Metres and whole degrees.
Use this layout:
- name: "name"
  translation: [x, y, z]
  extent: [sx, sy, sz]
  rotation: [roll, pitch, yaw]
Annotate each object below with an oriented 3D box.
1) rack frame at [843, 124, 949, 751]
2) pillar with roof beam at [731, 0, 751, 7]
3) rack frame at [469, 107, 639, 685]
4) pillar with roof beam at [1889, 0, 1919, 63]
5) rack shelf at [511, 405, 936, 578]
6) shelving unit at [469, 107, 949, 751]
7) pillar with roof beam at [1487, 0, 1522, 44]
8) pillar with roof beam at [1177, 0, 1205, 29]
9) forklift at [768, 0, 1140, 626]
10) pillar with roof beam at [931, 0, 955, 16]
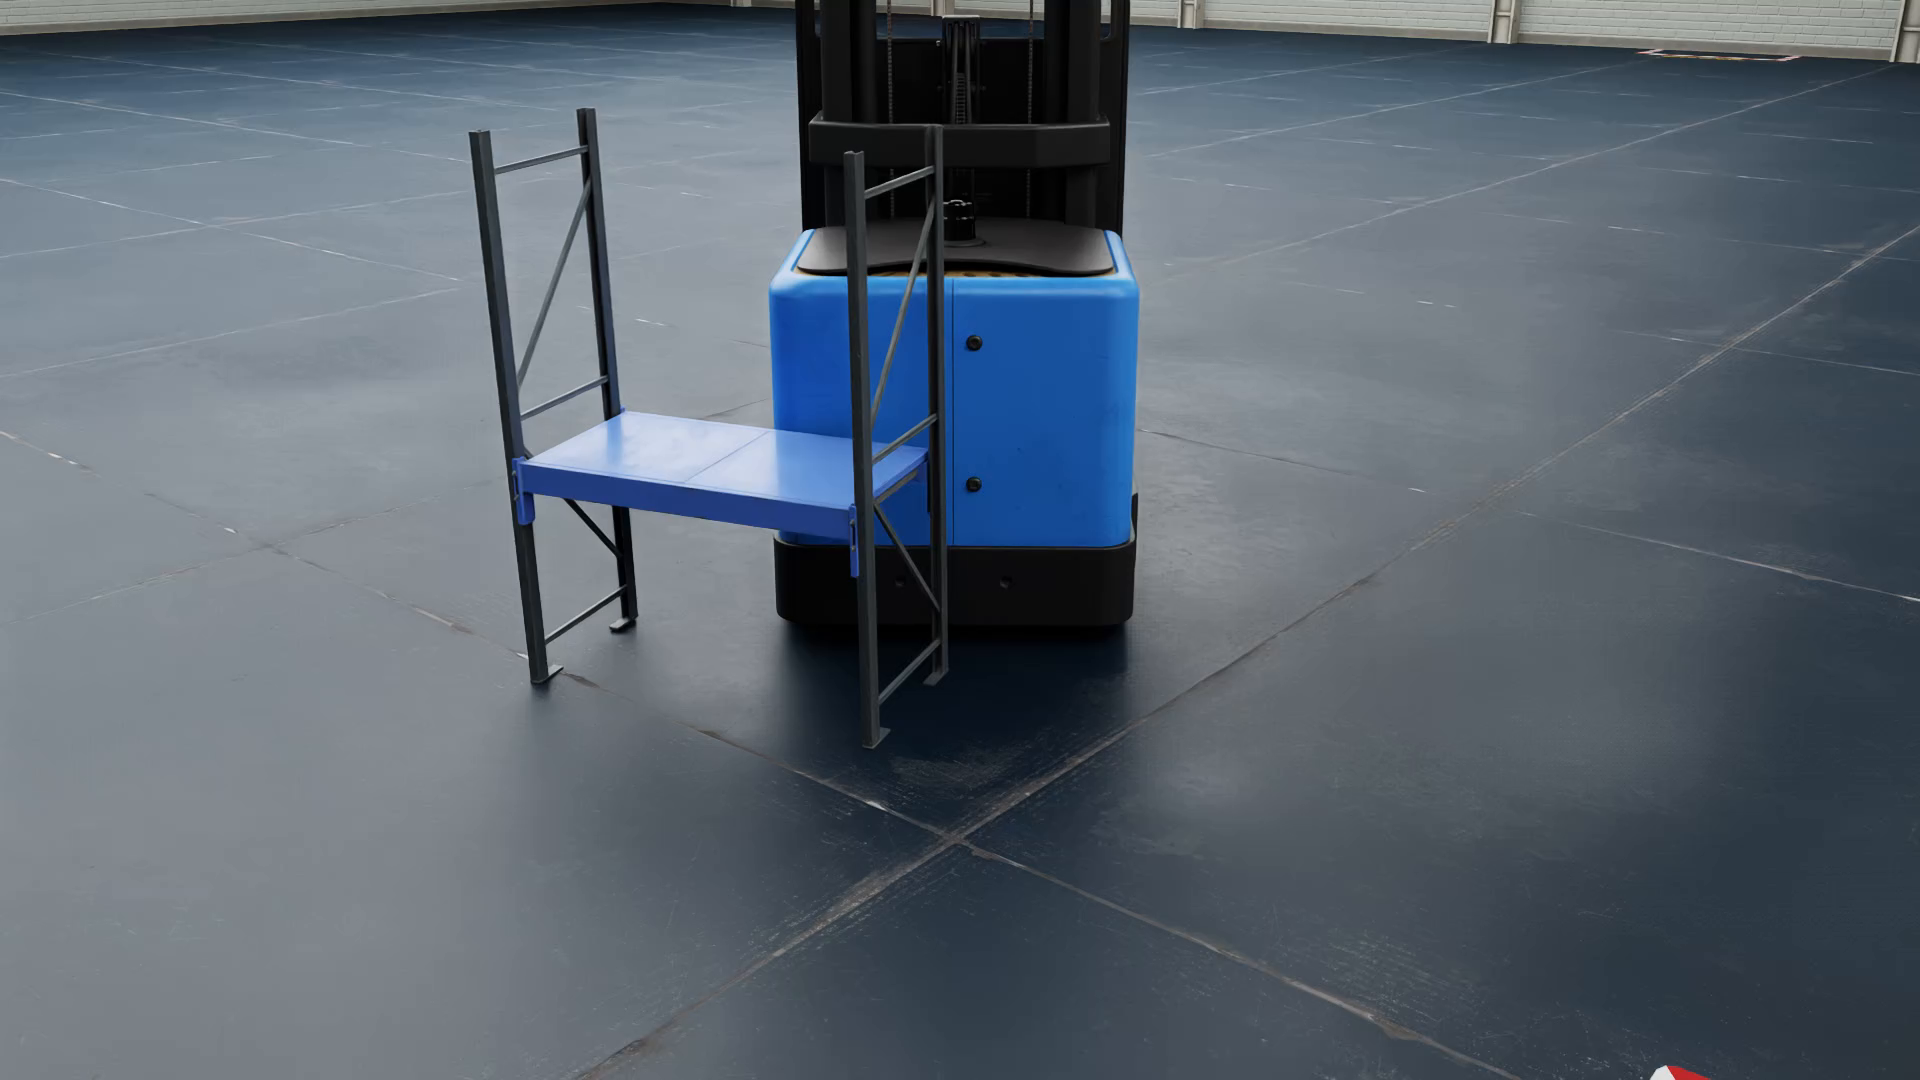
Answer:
- name: "rack frame"
  translation: [-0.146, -0.247, 4.184]
  extent: [0.032, 1.500, 0.500]
  rotation: [8, 23, 21]
- name: "pillar with roof beam"
  translation: [-7.723, -15.251, 33.357]
  extent: [0.400, 9.000, 9.100]
  rotation: [16, 26, 36]
- name: "rack frame"
  translation: [-1.087, -0.383, 4.546]
  extent: [0.032, 1.500, 0.500]
  rotation: [8, 23, 21]
- name: "pillar with roof beam"
  translation: [10.871, -9.896, 19.158]
  extent: [0.400, 9.000, 9.100]
  rotation: [16, 26, 36]
- name: "rack shelf"
  translation: [-0.615, -0.148, 4.431]
  extent: [1.000, 0.185, 0.538]
  rotation: [8, 23, 21]
- name: "shelving unit"
  translation: [-0.616, -0.315, 4.365]
  extent: [1.048, 1.500, 0.538]
  rotation: [8, 23, 21]
- name: "pillar with roof beam"
  translation: [6.222, -11.235, 22.708]
  extent: [0.400, 9.000, 9.100]
  rotation: [16, 26, 36]
- name: "pillar with roof beam"
  translation: [1.574, -12.574, 26.258]
  extent: [0.400, 9.000, 9.100]
  rotation: [16, 26, 36]
- name: "forklift"
  translation: [0.014, -1.591, 5.734]
  extent: [1.130, 2.935, 3.031]
  rotation: [0, 21, 1]
- name: "pillar with roof beam"
  translation: [-3.074, -13.912, 29.808]
  extent: [0.400, 9.000, 9.100]
  rotation: [16, 26, 36]
